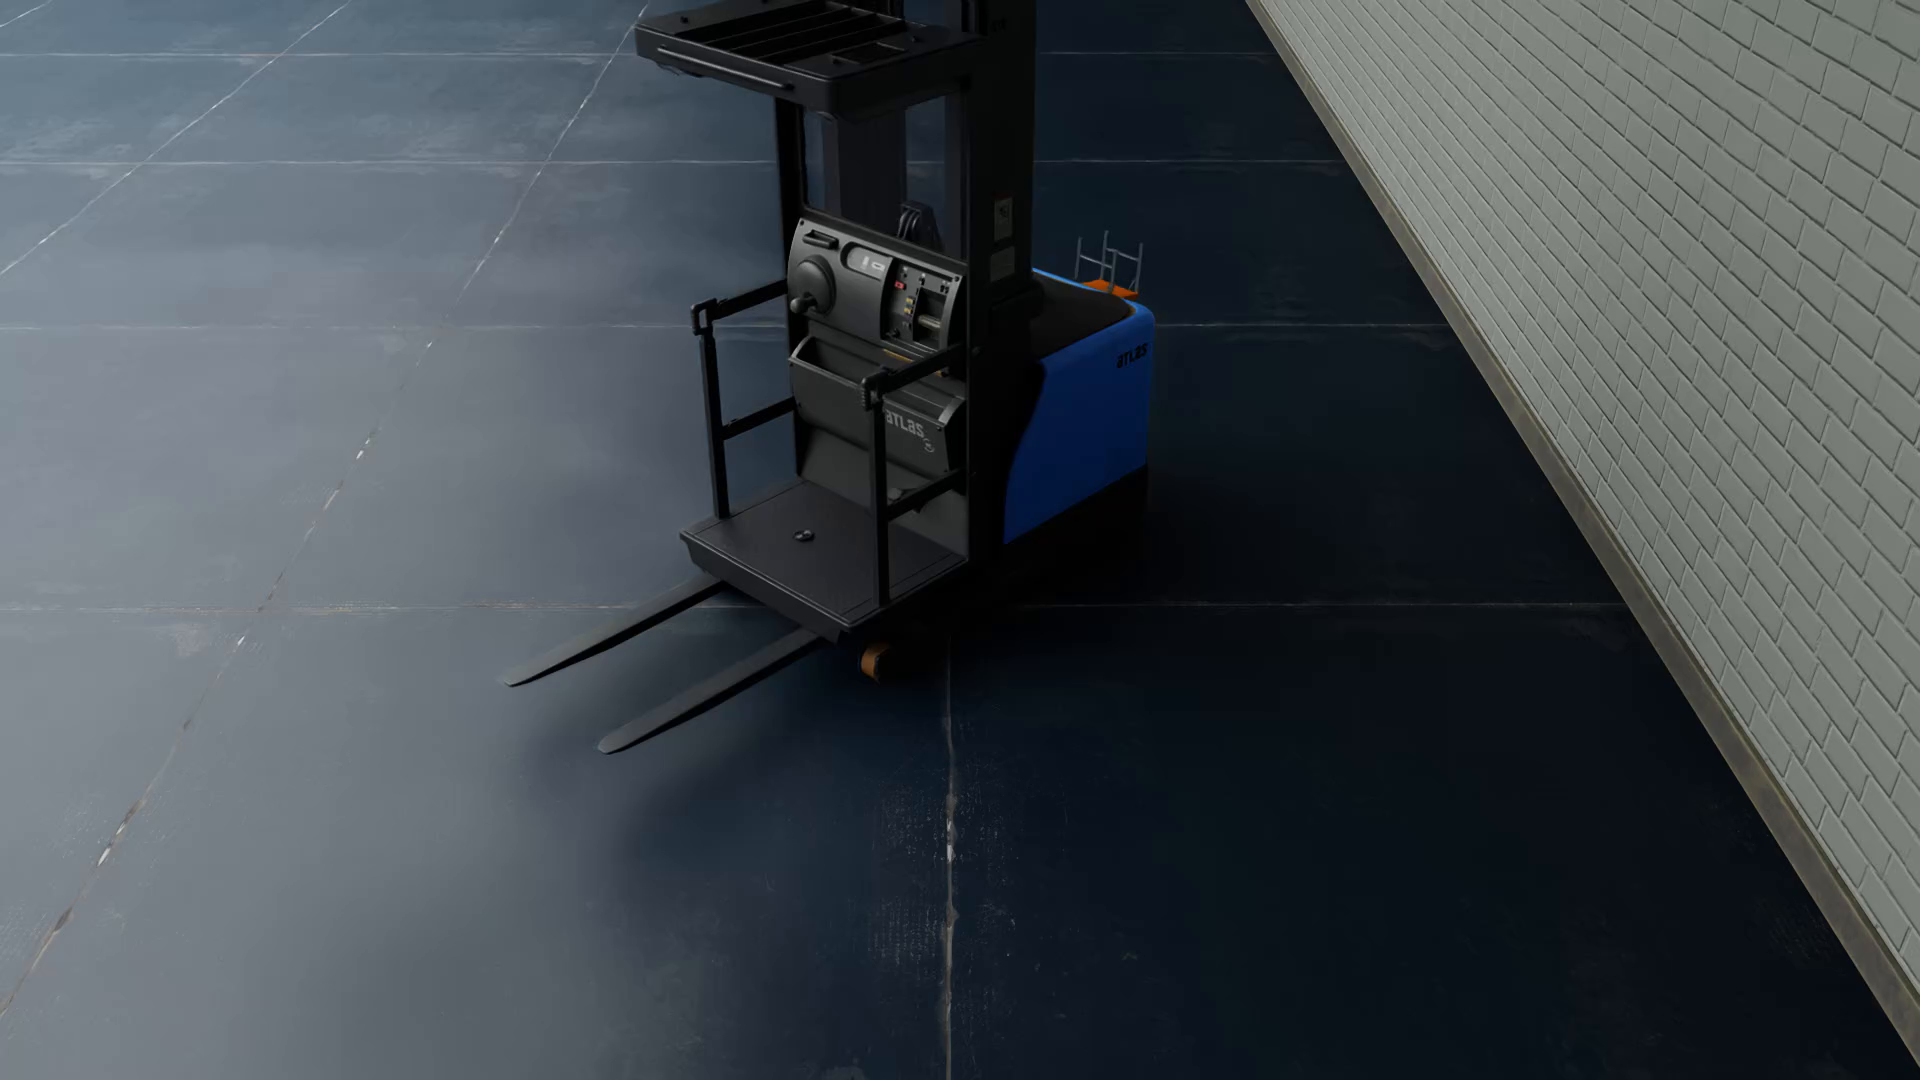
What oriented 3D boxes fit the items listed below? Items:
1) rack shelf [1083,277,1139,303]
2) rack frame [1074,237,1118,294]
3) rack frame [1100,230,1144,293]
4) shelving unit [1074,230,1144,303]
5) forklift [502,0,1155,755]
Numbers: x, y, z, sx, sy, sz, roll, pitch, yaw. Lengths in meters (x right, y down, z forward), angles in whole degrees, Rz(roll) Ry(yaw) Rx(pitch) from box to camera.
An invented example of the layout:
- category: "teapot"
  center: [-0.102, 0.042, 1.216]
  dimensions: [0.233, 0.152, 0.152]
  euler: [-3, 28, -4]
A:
- category: "rack shelf"
  center: [0.686, -1.140, 7.855]
  dimensions: [0.180, 0.103, 0.258]
  euler: [-22, 37, -39]
- category: "rack frame"
  center: [0.601, -0.836, 7.946]
  dimensions: [0.006, 1.200, 0.240]
  euler: [-22, 37, -39]
- category: "rack frame"
  center: [0.733, -0.888, 8.060]
  dimensions: [0.006, 1.200, 0.240]
  euler: [-22, 37, -39]
- category: "shelving unit"
  center: [0.667, -0.862, 8.003]
  dimensions: [0.189, 1.200, 0.258]
  euler: [-22, 37, -39]
- category: "forklift"
  center: [-0.493, -0.975, 6.532]
  dimensions: [1.130, 2.935, 3.031]
  euler: [26, 40, 36]
